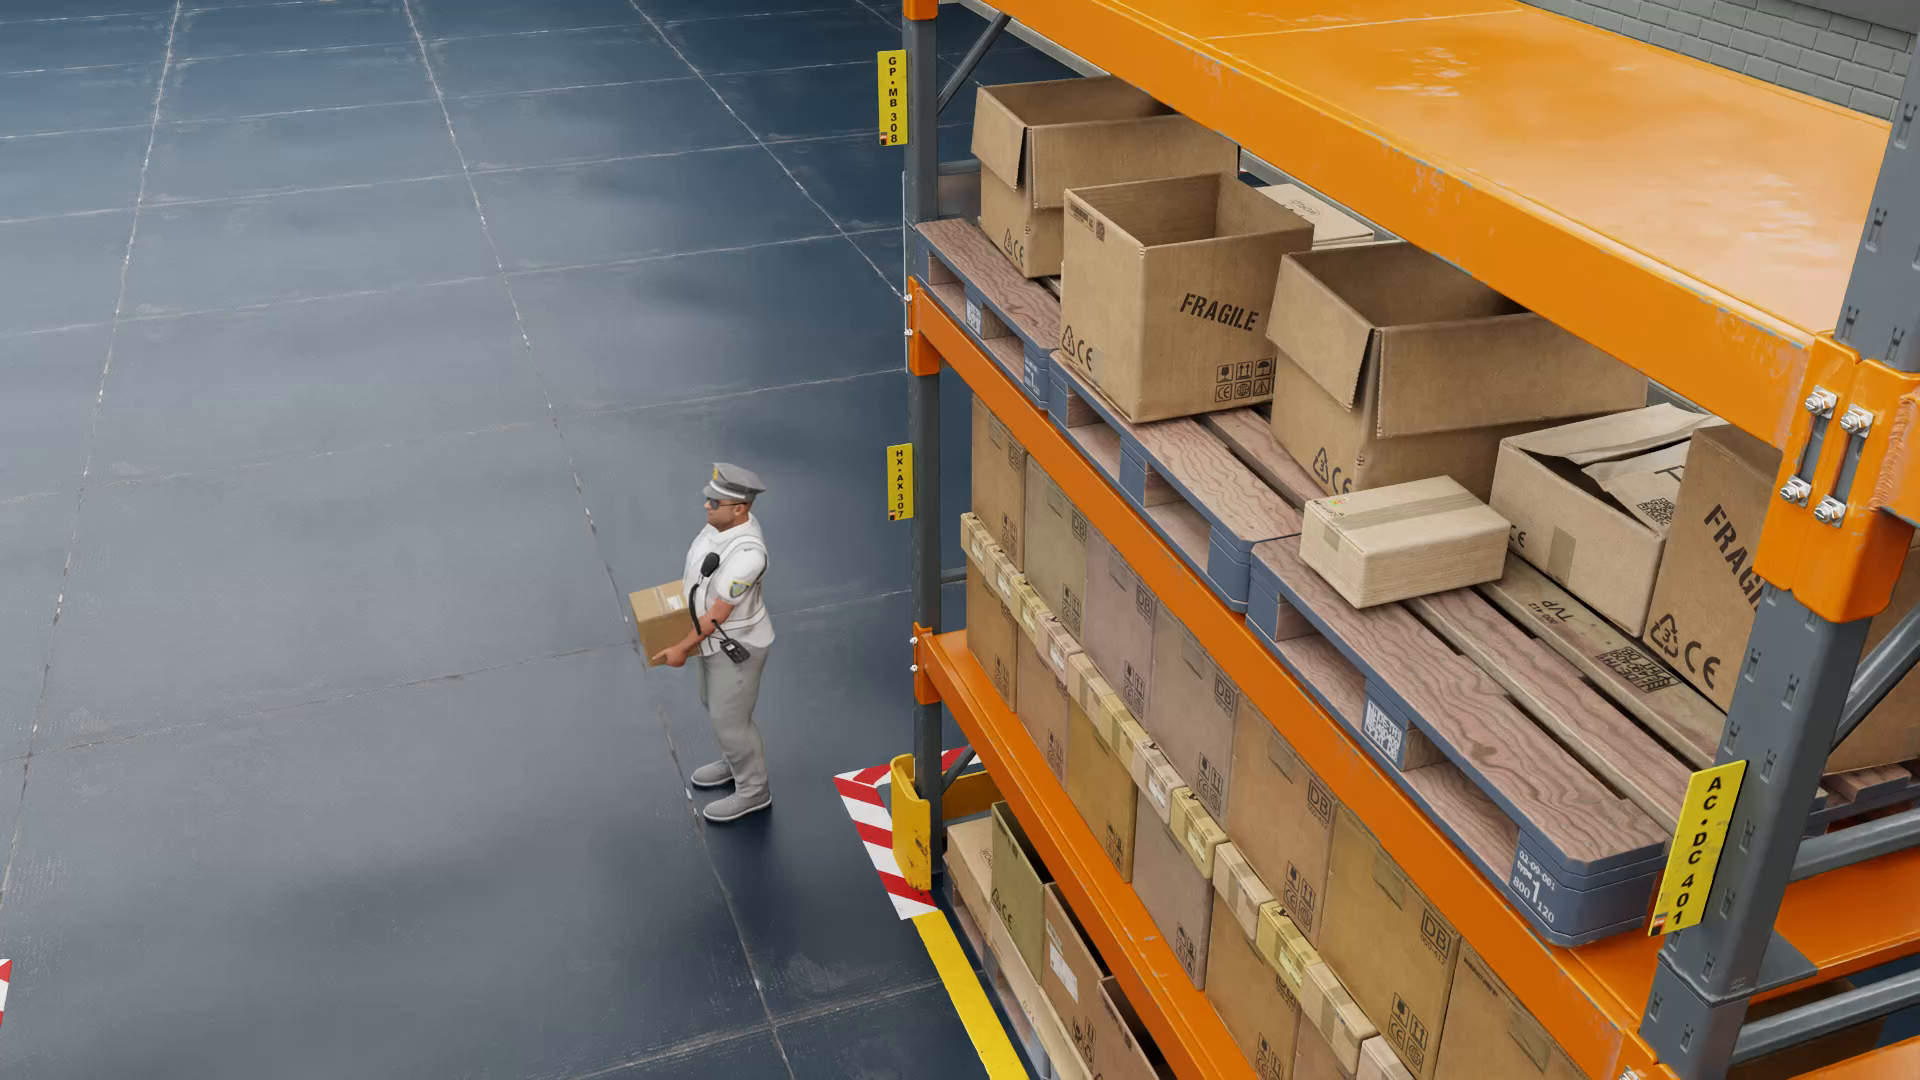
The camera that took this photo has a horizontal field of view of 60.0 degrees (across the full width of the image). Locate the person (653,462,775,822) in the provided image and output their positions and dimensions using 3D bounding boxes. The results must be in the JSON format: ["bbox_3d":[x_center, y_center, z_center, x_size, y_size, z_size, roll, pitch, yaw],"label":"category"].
[{"bbox_3d":[-1.120,0.460,7.511,0.573,1.767,0.493,-10,31,-17],"label":"person"}]
